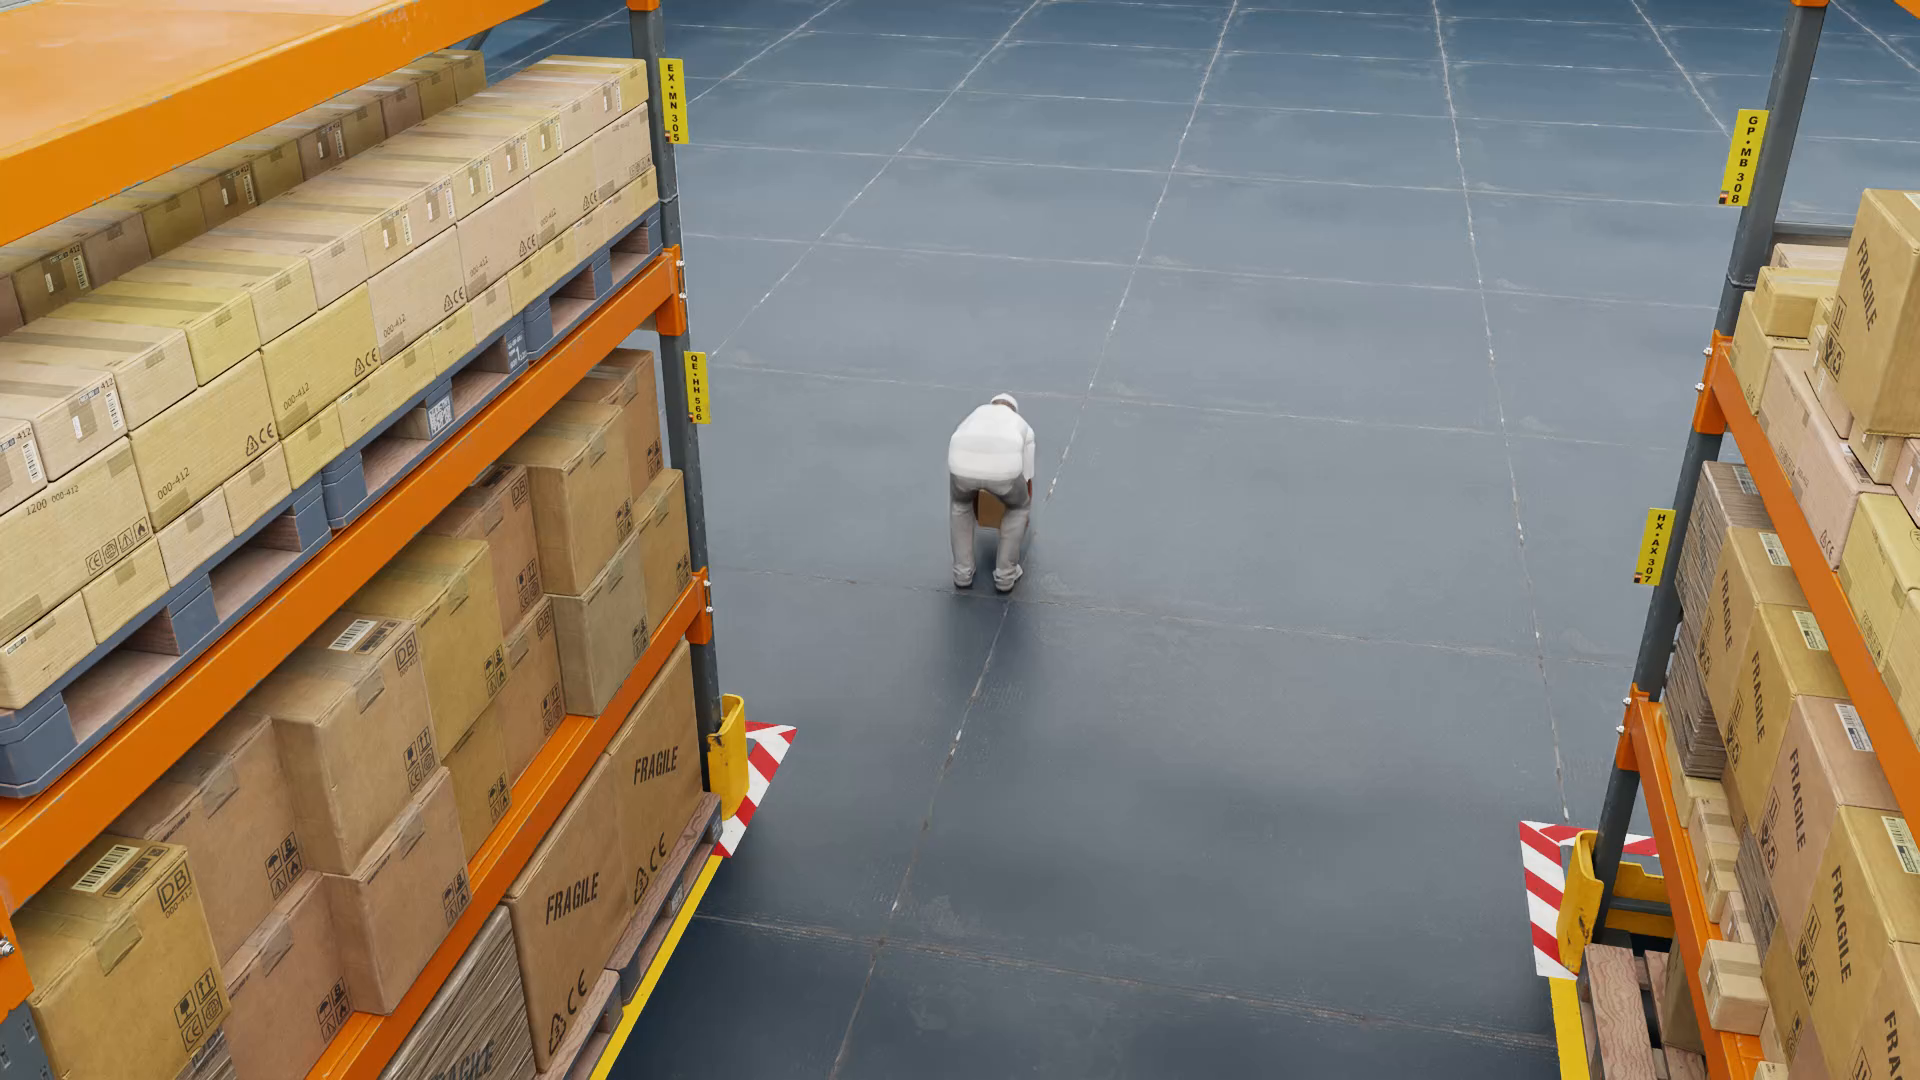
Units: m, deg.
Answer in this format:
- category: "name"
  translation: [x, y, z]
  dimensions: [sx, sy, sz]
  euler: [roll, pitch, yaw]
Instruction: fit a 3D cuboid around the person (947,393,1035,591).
- category: "person"
  translation: [0.190, -0.326, 9.944]
  dimensions: [0.488, 1.042, 0.980]
  euler: [5, 29, 8]
